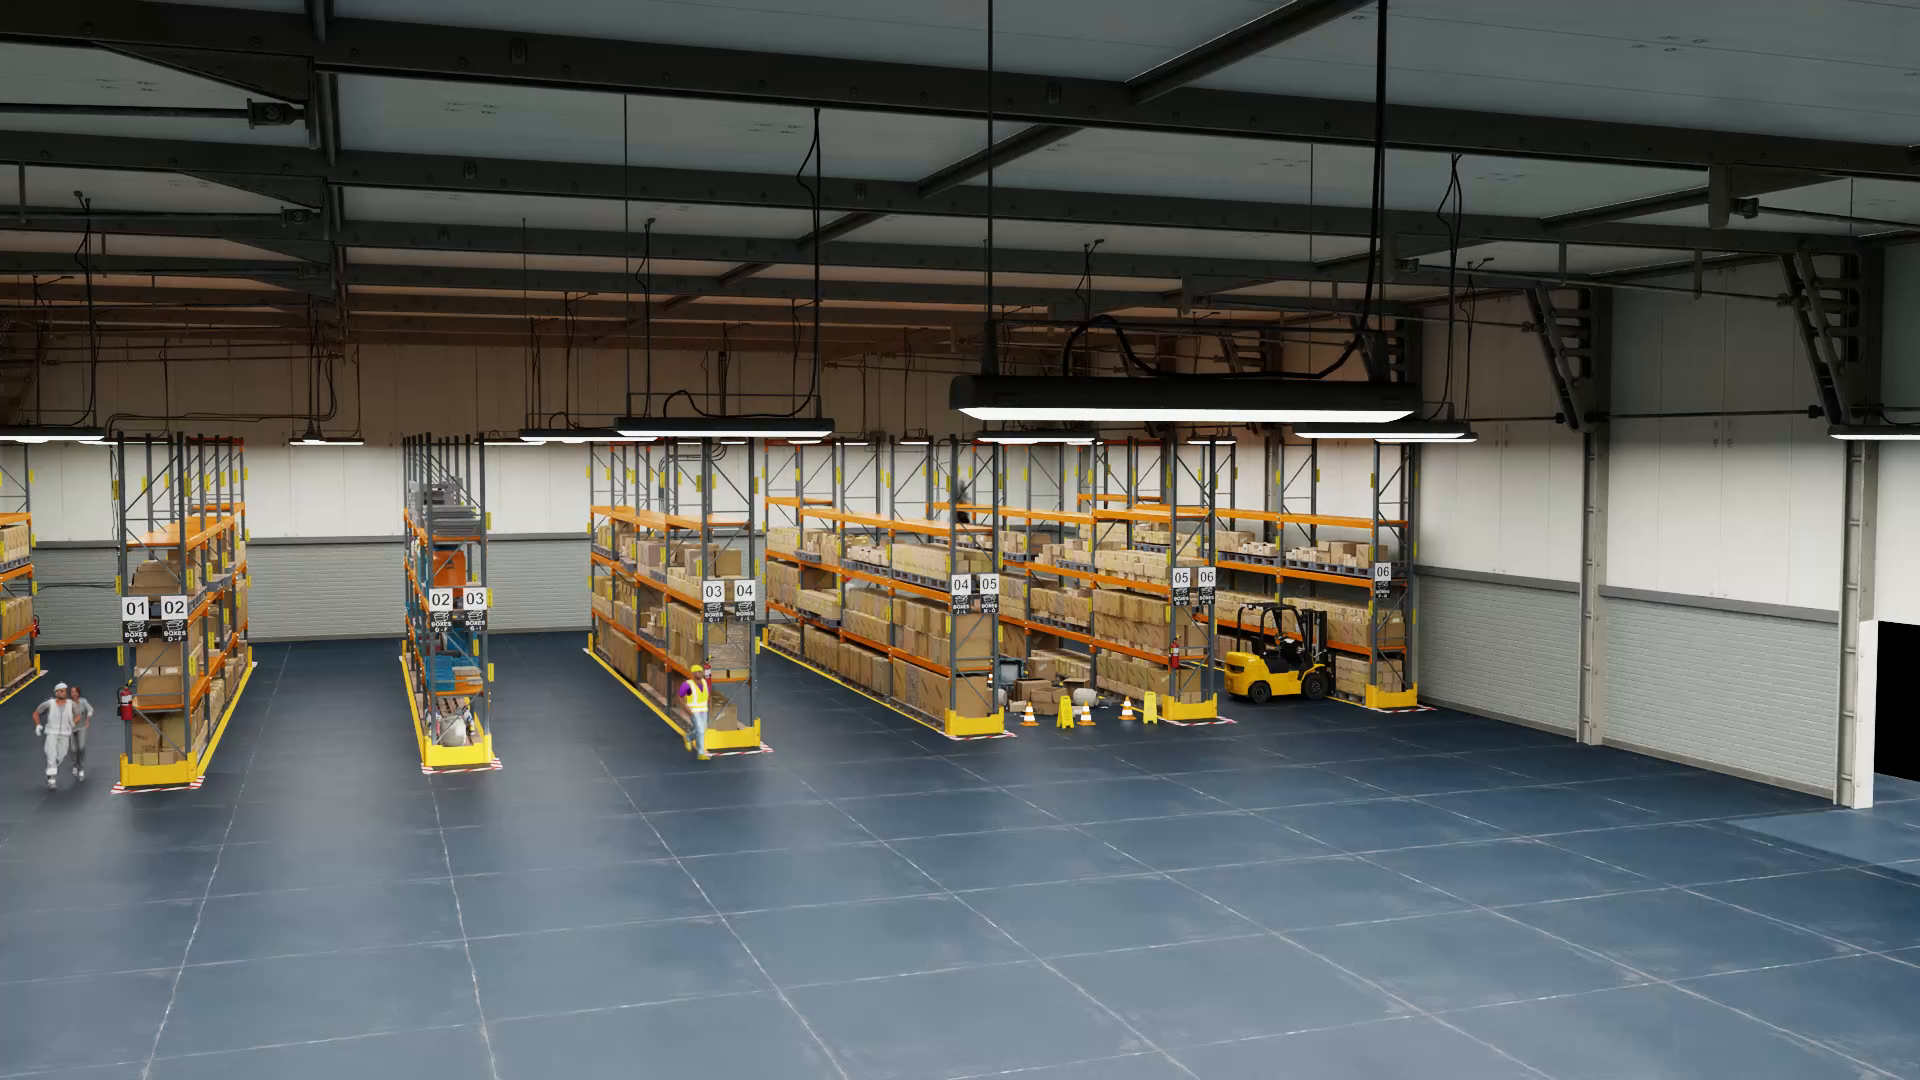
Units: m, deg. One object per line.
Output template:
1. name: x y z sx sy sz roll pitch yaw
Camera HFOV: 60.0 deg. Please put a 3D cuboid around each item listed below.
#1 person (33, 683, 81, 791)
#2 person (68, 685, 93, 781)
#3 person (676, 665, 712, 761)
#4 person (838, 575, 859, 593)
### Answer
1. person: -15.160 3.282 27.965 0.702 1.756 0.951 -3 4 -40
2. person: -15.271 3.329 28.737 0.514 1.639 0.666 -2 4 -25
3. person: -4.883 3.157 30.646 0.803 1.741 0.711 3 4 41
4. person: -3.268 1.890 48.149 0.641 1.827 0.682 -2 4 -30
